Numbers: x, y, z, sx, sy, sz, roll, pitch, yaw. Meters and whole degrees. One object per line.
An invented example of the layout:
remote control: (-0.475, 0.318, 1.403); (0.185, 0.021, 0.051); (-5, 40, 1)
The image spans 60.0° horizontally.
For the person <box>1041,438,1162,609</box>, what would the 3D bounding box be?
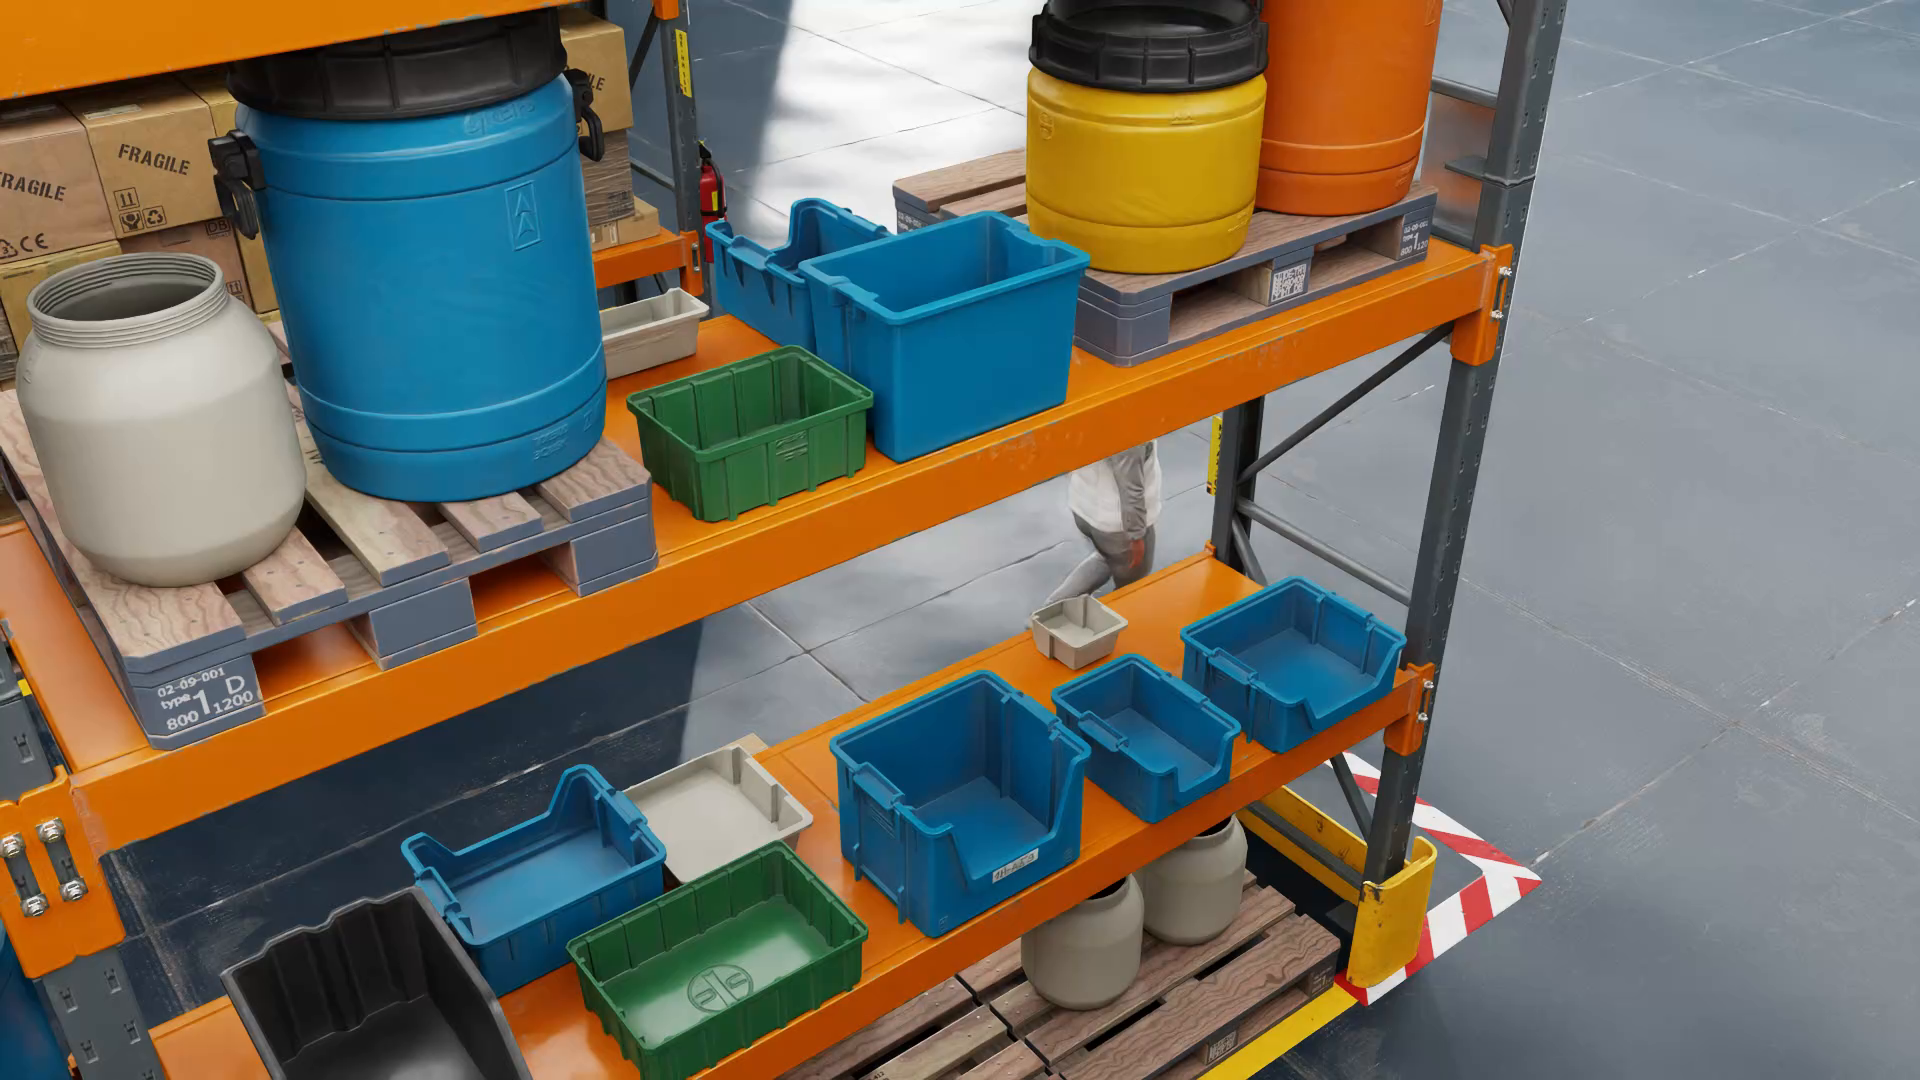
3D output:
person: (0.652, -0.132, 7.282); (0.536, 1.756, 0.563); (-16, 35, -24)
